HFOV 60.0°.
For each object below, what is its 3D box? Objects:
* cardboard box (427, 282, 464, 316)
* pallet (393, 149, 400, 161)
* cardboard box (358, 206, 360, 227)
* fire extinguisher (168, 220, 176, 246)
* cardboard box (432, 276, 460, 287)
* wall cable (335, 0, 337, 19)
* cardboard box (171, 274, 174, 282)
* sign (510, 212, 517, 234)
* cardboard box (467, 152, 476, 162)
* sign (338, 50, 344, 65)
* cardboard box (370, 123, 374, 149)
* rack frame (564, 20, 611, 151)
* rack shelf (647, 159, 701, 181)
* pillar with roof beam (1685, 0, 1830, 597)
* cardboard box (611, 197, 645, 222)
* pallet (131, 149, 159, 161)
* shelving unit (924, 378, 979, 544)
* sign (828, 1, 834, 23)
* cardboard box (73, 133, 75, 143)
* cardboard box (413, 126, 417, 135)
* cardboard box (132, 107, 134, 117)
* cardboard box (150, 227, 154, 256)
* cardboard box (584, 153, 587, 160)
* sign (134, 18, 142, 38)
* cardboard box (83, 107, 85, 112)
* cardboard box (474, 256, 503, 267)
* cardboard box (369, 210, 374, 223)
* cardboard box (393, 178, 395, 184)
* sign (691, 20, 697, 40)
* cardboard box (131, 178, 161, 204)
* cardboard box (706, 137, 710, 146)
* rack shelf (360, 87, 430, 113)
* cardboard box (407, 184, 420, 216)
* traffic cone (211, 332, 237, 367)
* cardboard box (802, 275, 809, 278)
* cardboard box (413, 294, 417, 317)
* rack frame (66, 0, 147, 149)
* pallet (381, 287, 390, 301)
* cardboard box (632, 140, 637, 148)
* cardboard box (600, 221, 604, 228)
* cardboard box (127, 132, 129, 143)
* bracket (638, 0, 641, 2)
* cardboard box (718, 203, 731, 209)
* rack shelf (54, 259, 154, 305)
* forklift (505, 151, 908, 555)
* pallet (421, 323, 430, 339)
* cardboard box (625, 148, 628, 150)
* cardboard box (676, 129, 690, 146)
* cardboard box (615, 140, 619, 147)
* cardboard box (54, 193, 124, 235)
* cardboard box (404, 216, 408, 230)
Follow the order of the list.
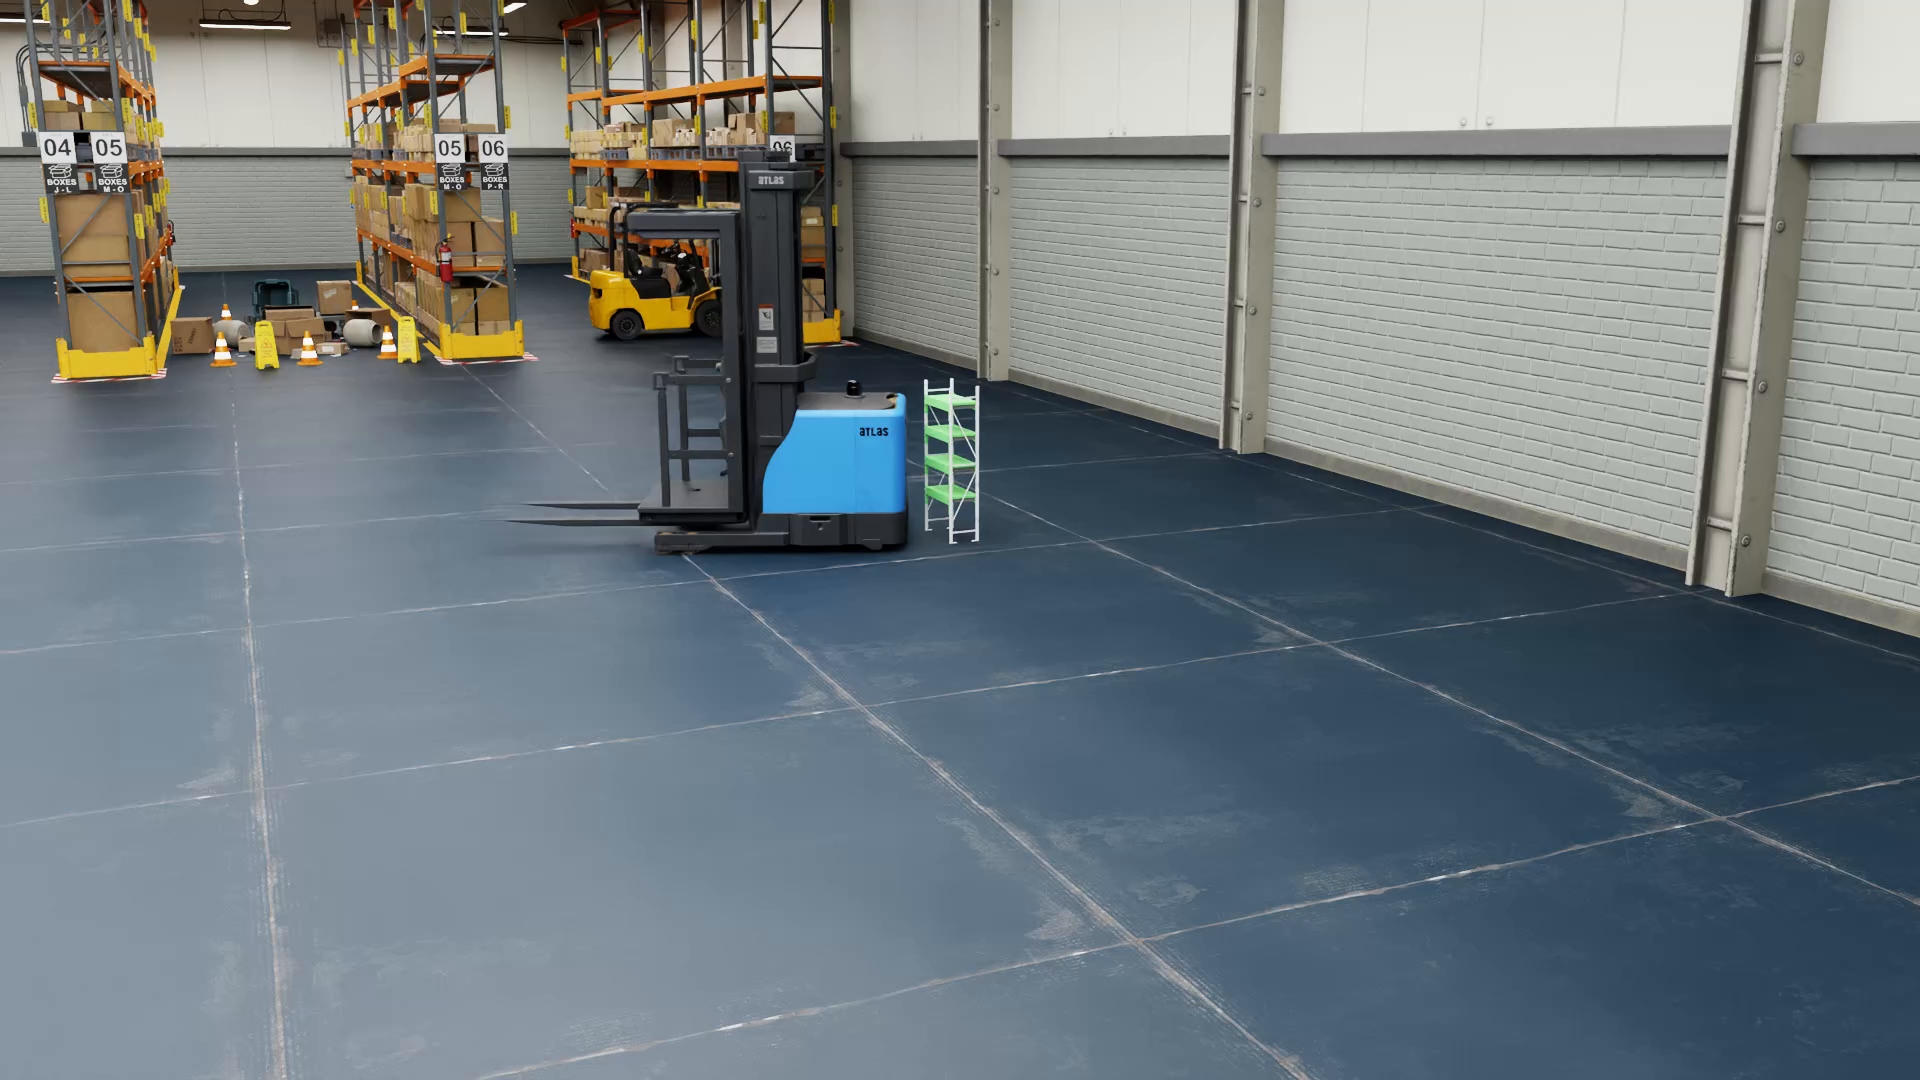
[{"bbox_3d":[-8.014,-3.761,25.971,0.500,0.500,0.500,-6,14,-24],"label":"cardboard box"},{"bbox_3d":[-9.216,-6.724,29.033,1.213,0.211,1.003,-6,14,-23],"label":"pallet"},{"bbox_3d":[-13.298,-7.304,37.552,0.500,0.500,0.500,-6,14,-24],"label":"cardboard box"},{"bbox_3d":[-17.628,-6.888,36.978,0.296,0.674,0.183,-6,14,-23],"label":"fire extinguisher"},{"bbox_3d":[-7.814,-3.934,25.282,0.380,0.149,0.250,-5,14,-21],"label":"cardboard box"},{"bbox_3d":[-16.951,-14.674,41.681,2.355,3.000,0.029,-6,14,-23],"label":"wall cable"},{"bbox_3d":[-17.352,-5.696,36.218,0.380,0.149,0.250,-5,14,-21],"label":"cardboard box"},{"bbox_3d":[-6.549,-4.647,24.376,0.100,0.325,0.005,-6,14,-23],"label":"sign"},{"bbox_3d":[-7.068,-5.659,24.574,0.380,0.149,0.250,-6,14,-25],"label":"cardboard box"},{"bbox_3d":[-13.966,-10.888,37.534,0.100,0.325,0.005,-6,14,-23],"label":"sign"},{"bbox_3d":[-11.222,-7.882,32.467,0.500,0.500,0.500,-5,14,-22],"label":"cardboard box"},{"bbox_3d":[-8.909,-10.854,39.809,1.000,3.000,0.127,-6,14,-23],"label":"rack frame"},{"bbox_3d":[-4.903,-6.976,31.301,1.077,0.370,4.000,-6,14,-23],"label":"rack shelf"},{"bbox_3d":[1.313,-3.666,8.751,9.100,9.000,0.400,-6,14,-23],"label":"pillar with roof beam"},{"bbox_3d":[-7.110,-7.131,35.874,0.700,0.500,0.500,-5,14,-22],"label":"cardboard box"},{"bbox_3d":[-14.439,-6.602,28.510,1.213,0.211,1.003,-5,14,-20],"label":"pallet"},{"bbox_3d":[-0.066,-0.619,12.882,0.258,1.200,0.503,-6,14,-23],"label":"shelving unit"},{"bbox_3d":[-1.988,-8.129,25.614,0.100,0.325,0.005,-6,14,-23],"label":"sign"},{"bbox_3d":[-12.085,-5.391,22.261,0.380,0.149,0.250,-5,14,-22],"label":"cardboard box"},{"bbox_3d":[-8.366,-6.426,26.118,0.380,0.149,0.250,-6,14,-25],"label":"cardboard box"},{"bbox_3d":[-12.604,-6.416,24.924,0.380,0.149,0.250,-6,14,-23],"label":"cardboard box"},{"bbox_3d":[-13.310,-4.821,26.824,0.500,0.500,0.500,-6,14,-23],"label":"cardboard box"},{"bbox_3d":[-8.469,-8.858,38.394,0.380,0.149,0.250,-6,14,-23],"label":"cardboard box"},{"bbox_3d":[-14.238,-8.867,28.802,0.100,0.325,0.005,-6,14,-23],"label":"sign"},{"bbox_3d":[-13.205,-6.357,24.667,0.380,0.149,0.250,-6,14,-23],"label":"cardboard box"},{"bbox_3d":[-6.992,-4.143,24.674,0.380,0.149,0.250,-6,14,-23],"label":"cardboard box"},{"bbox_3d":[-11.935,-6.710,34.432,0.500,0.250,0.500,-6,14,-25],"label":"cardboard box"},{"bbox_3d":[-11.859,-7.648,35.382,0.380,0.149,0.250,-5,14,-22],"label":"cardboard box"},{"bbox_3d":[-4.594,-8.817,28.760,0.100,0.325,0.005,-6,14,-23],"label":"sign"},{"bbox_3d":[-16.305,-6.984,33.292,0.500,0.500,0.500,-5,14,-22],"label":"cardboard box"},{"bbox_3d":[-4.200,-6.924,28.885,0.380,0.149,0.250,-5,14,-22],"label":"cardboard box"},{"bbox_3d":[-11.052,-8.620,32.638,1.077,0.370,4.000,-6,14,-23],"label":"rack shelf"},{"bbox_3d":[-8.486,-5.465,26.733,0.700,0.500,0.500,-6,14,-23],"label":"cardboard box"},{"bbox_3d":[-10.453,-2.710,23.554,0.336,0.463,0.334,-6,14,-23],"label":"traffic cone"},{"bbox_3d":[-2.722,-4.197,27.300,0.500,0.250,0.500,-6,14,-23],"label":"cardboard box"},{"bbox_3d":[-8.861,-4.035,28.549,0.950,0.372,0.625,-5,14,-22],"label":"cardboard box"},{"bbox_3d":[-14.746,-8.284,28.705,1.000,3.000,0.127,-6,14,-23],"label":"rack frame"},{"bbox_3d":[-11.475,-5.144,34.629,1.003,0.211,1.213,-6,14,-23],"label":"pallet"},{"bbox_3d":[-6.558,-8.180,34.359,0.380,0.149,0.250,-5,14,-21],"label":"cardboard box"},{"bbox_3d":[-7.916,-7.129,37.575,0.380,0.149,0.250,-5,14,-22],"label":"cardboard box"},{"bbox_3d":[-11.487,-5.453,22.530,0.380,0.149,0.250,-5,14,-22],"label":"cardboard box"},{"bbox_3d":[-6.918,-11.888,36.296,0.235,0.232,0.430,-6,14,-23],"label":"bracket"},{"bbox_3d":[-3.939,-5.709,28.562,0.380,0.149,0.250,-5,14,-22],"label":"cardboard box"},{"bbox_3d":[-12.342,-3.771,24.106,1.077,0.370,4.000,-6,14,-23],"label":"rack shelf"},{"bbox_3d":[-1.922,-1.439,12.588,3.031,2.935,1.130,0,13,-1],"label":"forklift"},{"bbox_3d":[-8.347,-3.509,27.561,1.003,0.211,1.213,-6,14,-23],"label":"pallet"},{"bbox_3d":[-7.248,-8.768,37.122,0.500,0.250,0.500,-6,14,-24],"label":"cardboard box"},{"bbox_3d":[-4.922,-7.409,30.623,0.500,0.311,0.500,-6,14,-25],"label":"cardboard box"},{"bbox_3d":[-7.046,-8.335,34.983,0.380,0.149,0.250,-5,14,-22],"label":"cardboard box"},{"bbox_3d":[-11.959,-4.493,22.903,0.875,0.550,0.550,-6,14,-23],"label":"cardboard box"},{"bbox_3d":[-9.243,-5.578,28.505,0.500,0.500,0.500,-6,14,-23],"label":"cardboard box"}]
